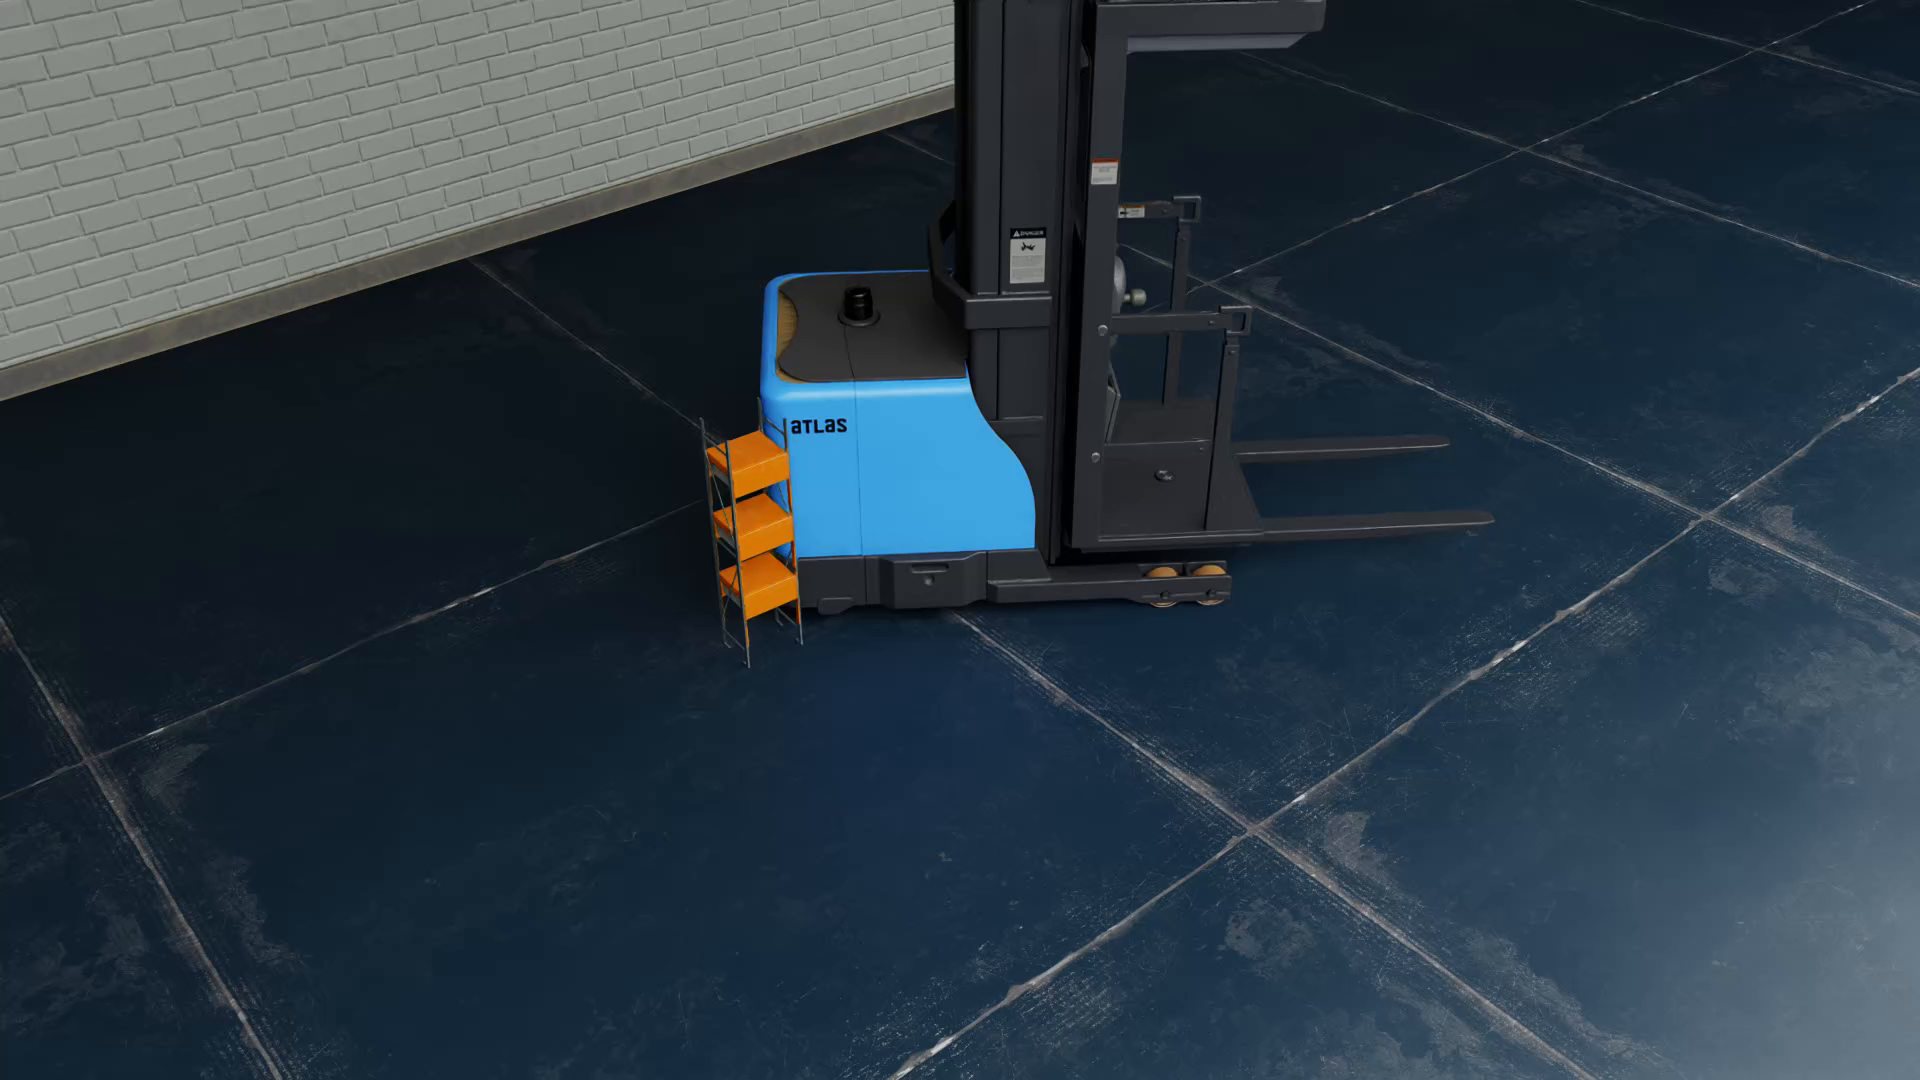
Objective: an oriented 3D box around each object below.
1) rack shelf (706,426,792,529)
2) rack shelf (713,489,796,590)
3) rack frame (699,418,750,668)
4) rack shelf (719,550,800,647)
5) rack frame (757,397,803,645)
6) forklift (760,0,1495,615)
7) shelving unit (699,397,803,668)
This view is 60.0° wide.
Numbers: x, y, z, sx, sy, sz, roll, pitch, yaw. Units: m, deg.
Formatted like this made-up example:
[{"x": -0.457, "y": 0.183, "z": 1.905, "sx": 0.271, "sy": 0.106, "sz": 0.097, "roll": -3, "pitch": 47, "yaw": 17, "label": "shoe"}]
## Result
[{"x": -0.790, "y": -0.236, "z": 6.203, "sx": 0.240, "sy": 0.259, "sz": 0.215, "roll": -23, "pitch": 41, "yaw": -29, "label": "rack shelf"}, {"x": -0.790, "y": -0.005, "z": 6.367, "sx": 0.240, "sy": 0.259, "sz": 0.215, "roll": -23, "pitch": 41, "yaw": -29, "label": "rack shelf"}, {"x": -0.888, "y": 0.029, "z": 6.301, "sx": 0.008, "sy": 1.050, "sz": 0.200, "roll": -23, "pitch": 41, "yaw": -29, "label": "rack frame"}, {"x": -0.790, "y": 0.222, "z": 6.527, "sx": 0.240, "sy": 0.259, "sz": 0.215, "roll": -23, "pitch": 41, "yaw": -29, "label": "rack shelf"}, {"x": -0.692, "y": -0.056, "z": 6.420, "sx": 0.008, "sy": 1.050, "sz": 0.200, "roll": -23, "pitch": 41, "yaw": -29, "label": "rack frame"}, {"x": 0.714, "y": -1.223, "z": 6.440, "sx": 3.031, "sy": 2.935, "sz": 1.130, "roll": -2, "pitch": 35, "yaw": -3, "label": "forklift"}, {"x": -0.790, "y": -0.013, "z": 6.361, "sx": 0.252, "sy": 1.050, "sz": 0.215, "roll": -23, "pitch": 41, "yaw": -29, "label": "shelving unit"}]
